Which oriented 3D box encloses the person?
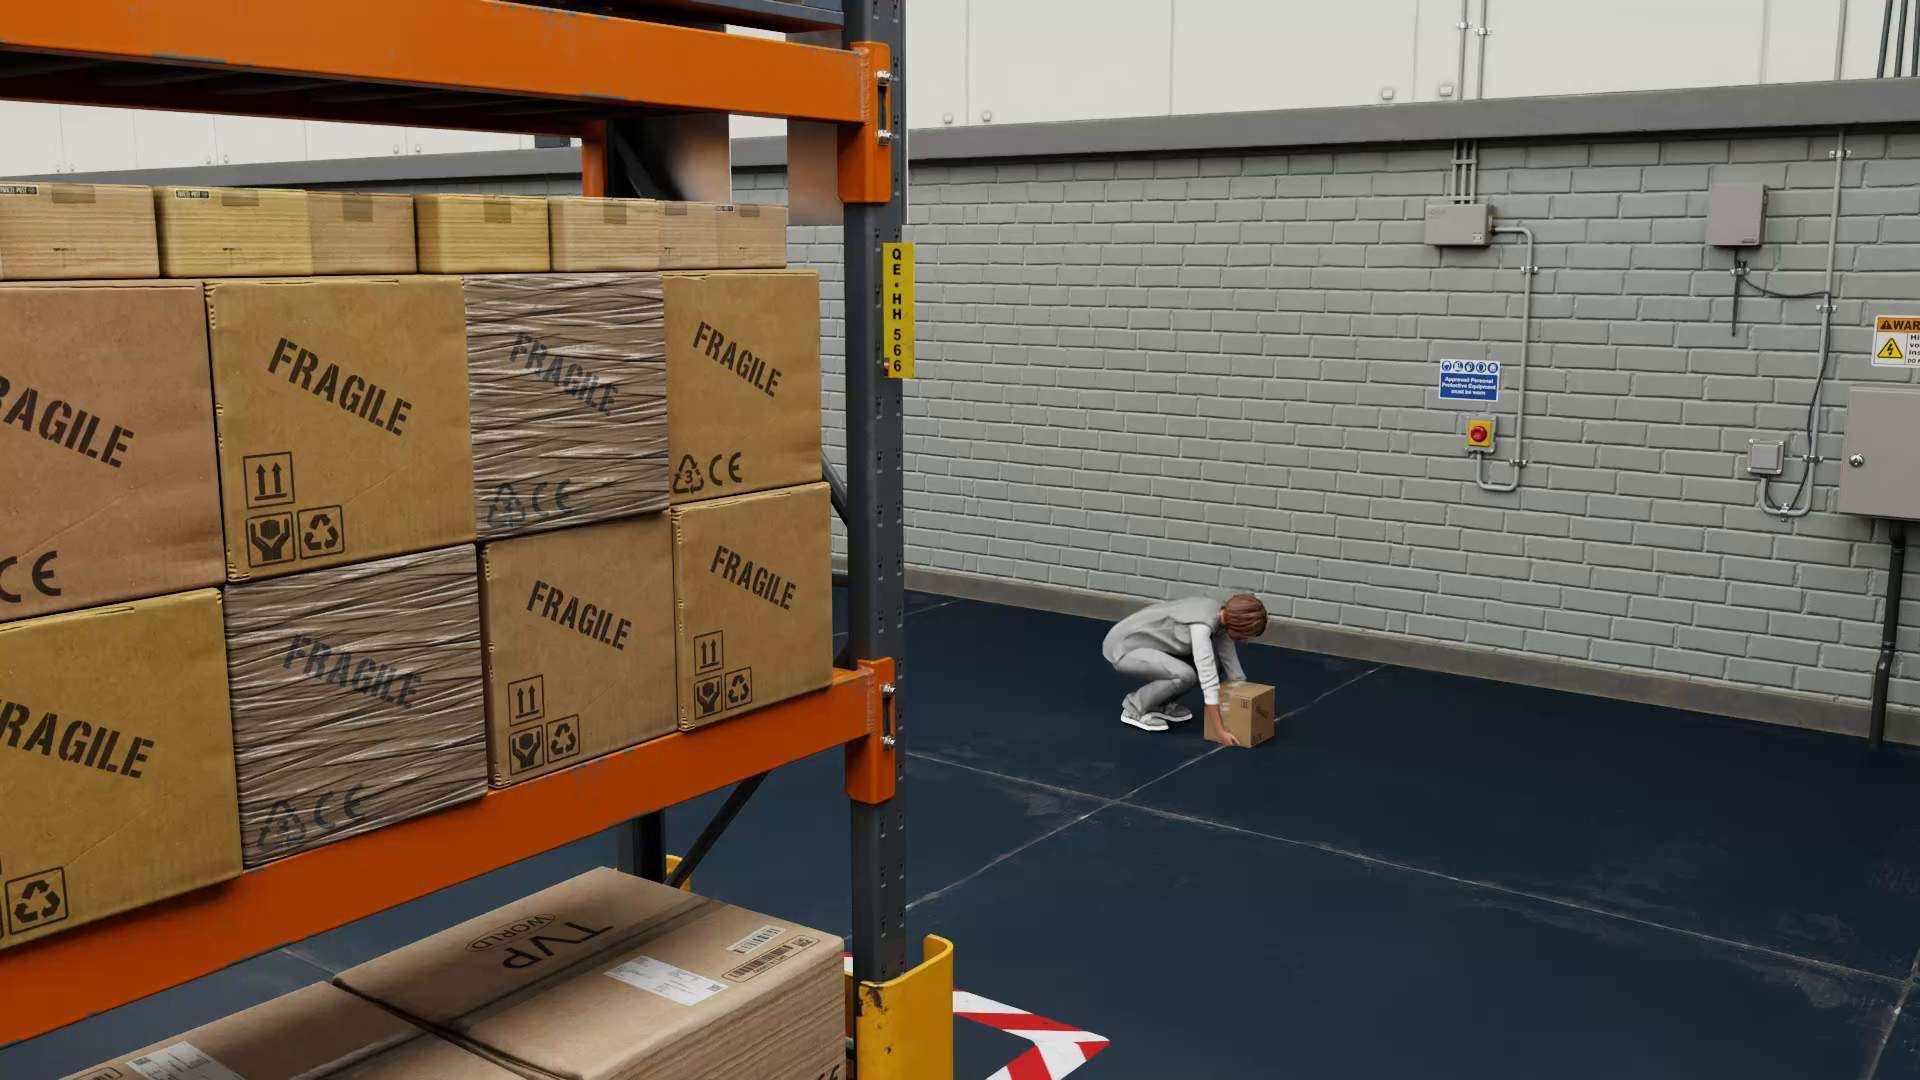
[{"bbox_3d":[1.102,0.627,8.200,0.829,0.741,0.433,7,12,35],"label":"person"}]
